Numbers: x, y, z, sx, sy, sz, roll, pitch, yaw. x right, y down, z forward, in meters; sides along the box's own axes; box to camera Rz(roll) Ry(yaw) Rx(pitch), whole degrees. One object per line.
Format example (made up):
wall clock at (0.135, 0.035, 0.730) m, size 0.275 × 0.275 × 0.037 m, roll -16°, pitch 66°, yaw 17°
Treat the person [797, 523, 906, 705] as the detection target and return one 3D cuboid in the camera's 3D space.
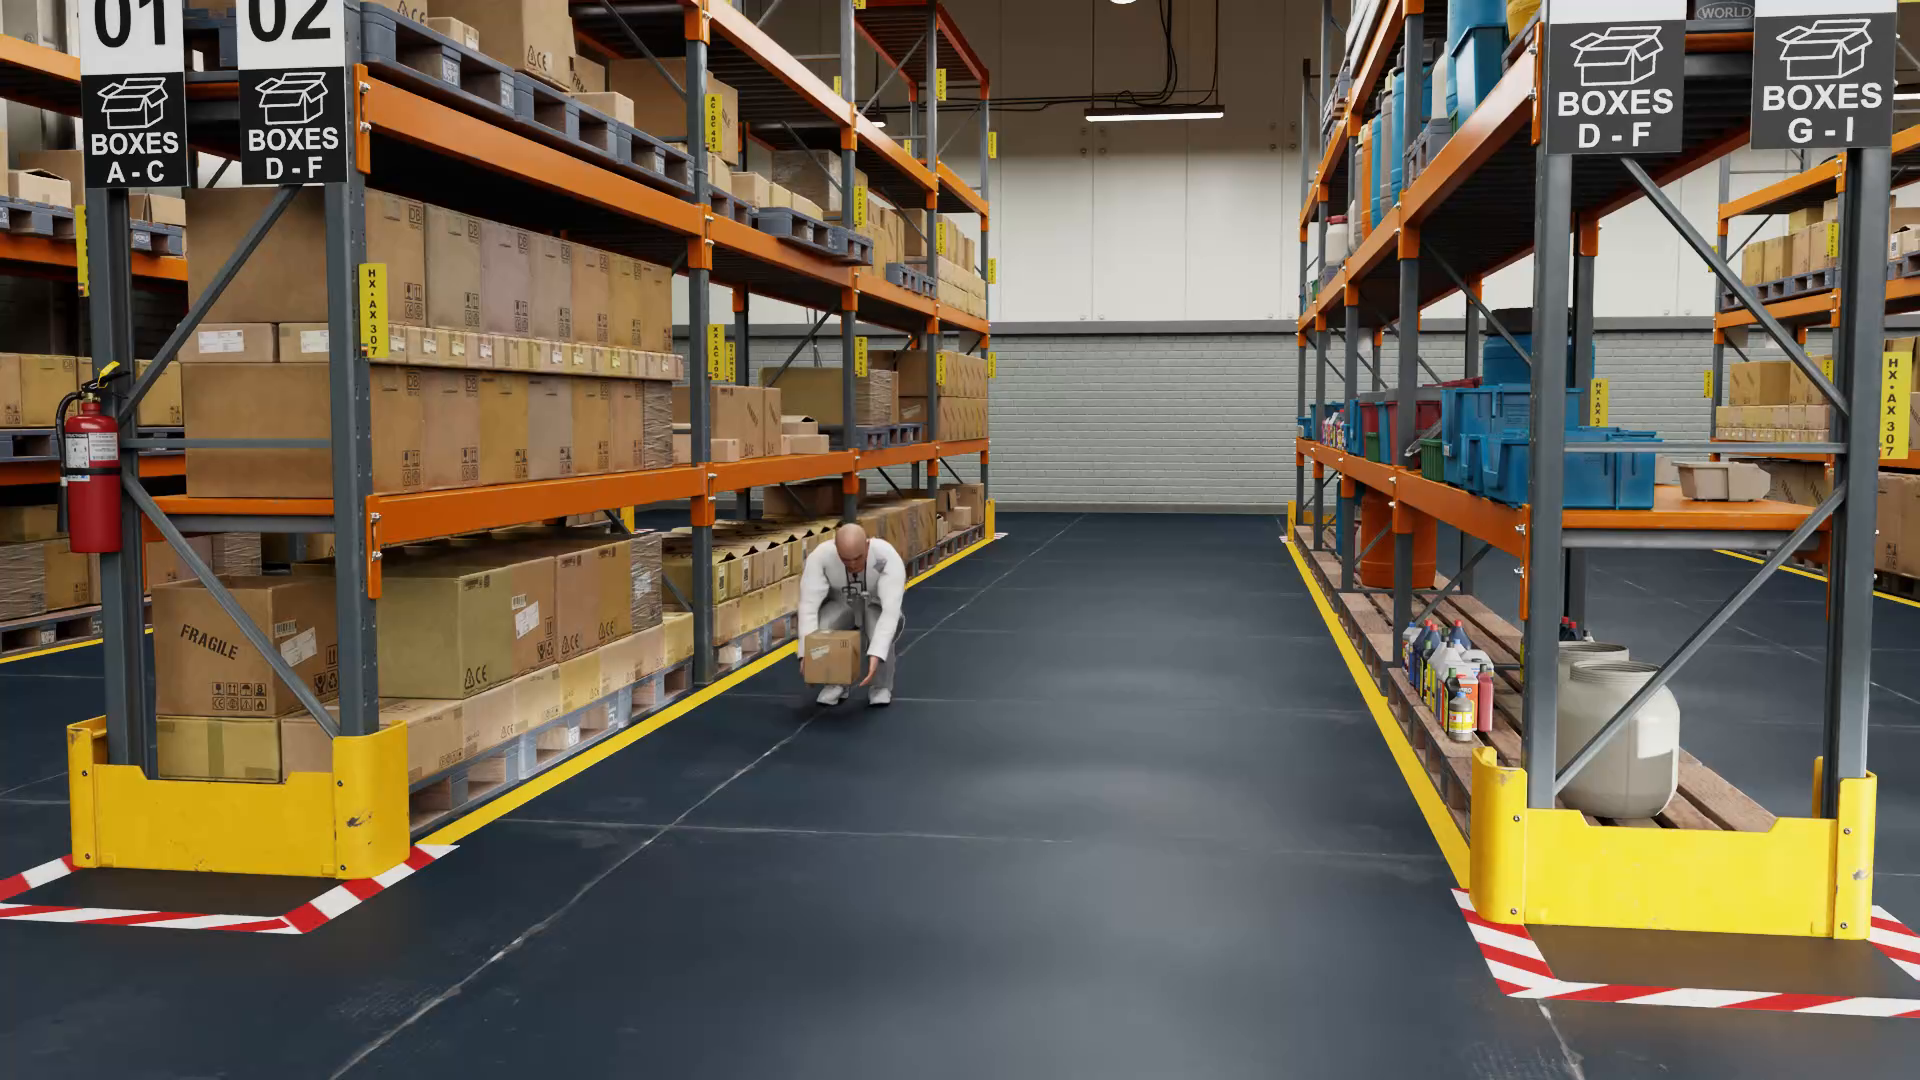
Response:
person at (-0.581, 0.405, 9.198) m, size 0.607 × 1.031 × 0.905 m, roll 1°, pitch 4°, yaw 10°
